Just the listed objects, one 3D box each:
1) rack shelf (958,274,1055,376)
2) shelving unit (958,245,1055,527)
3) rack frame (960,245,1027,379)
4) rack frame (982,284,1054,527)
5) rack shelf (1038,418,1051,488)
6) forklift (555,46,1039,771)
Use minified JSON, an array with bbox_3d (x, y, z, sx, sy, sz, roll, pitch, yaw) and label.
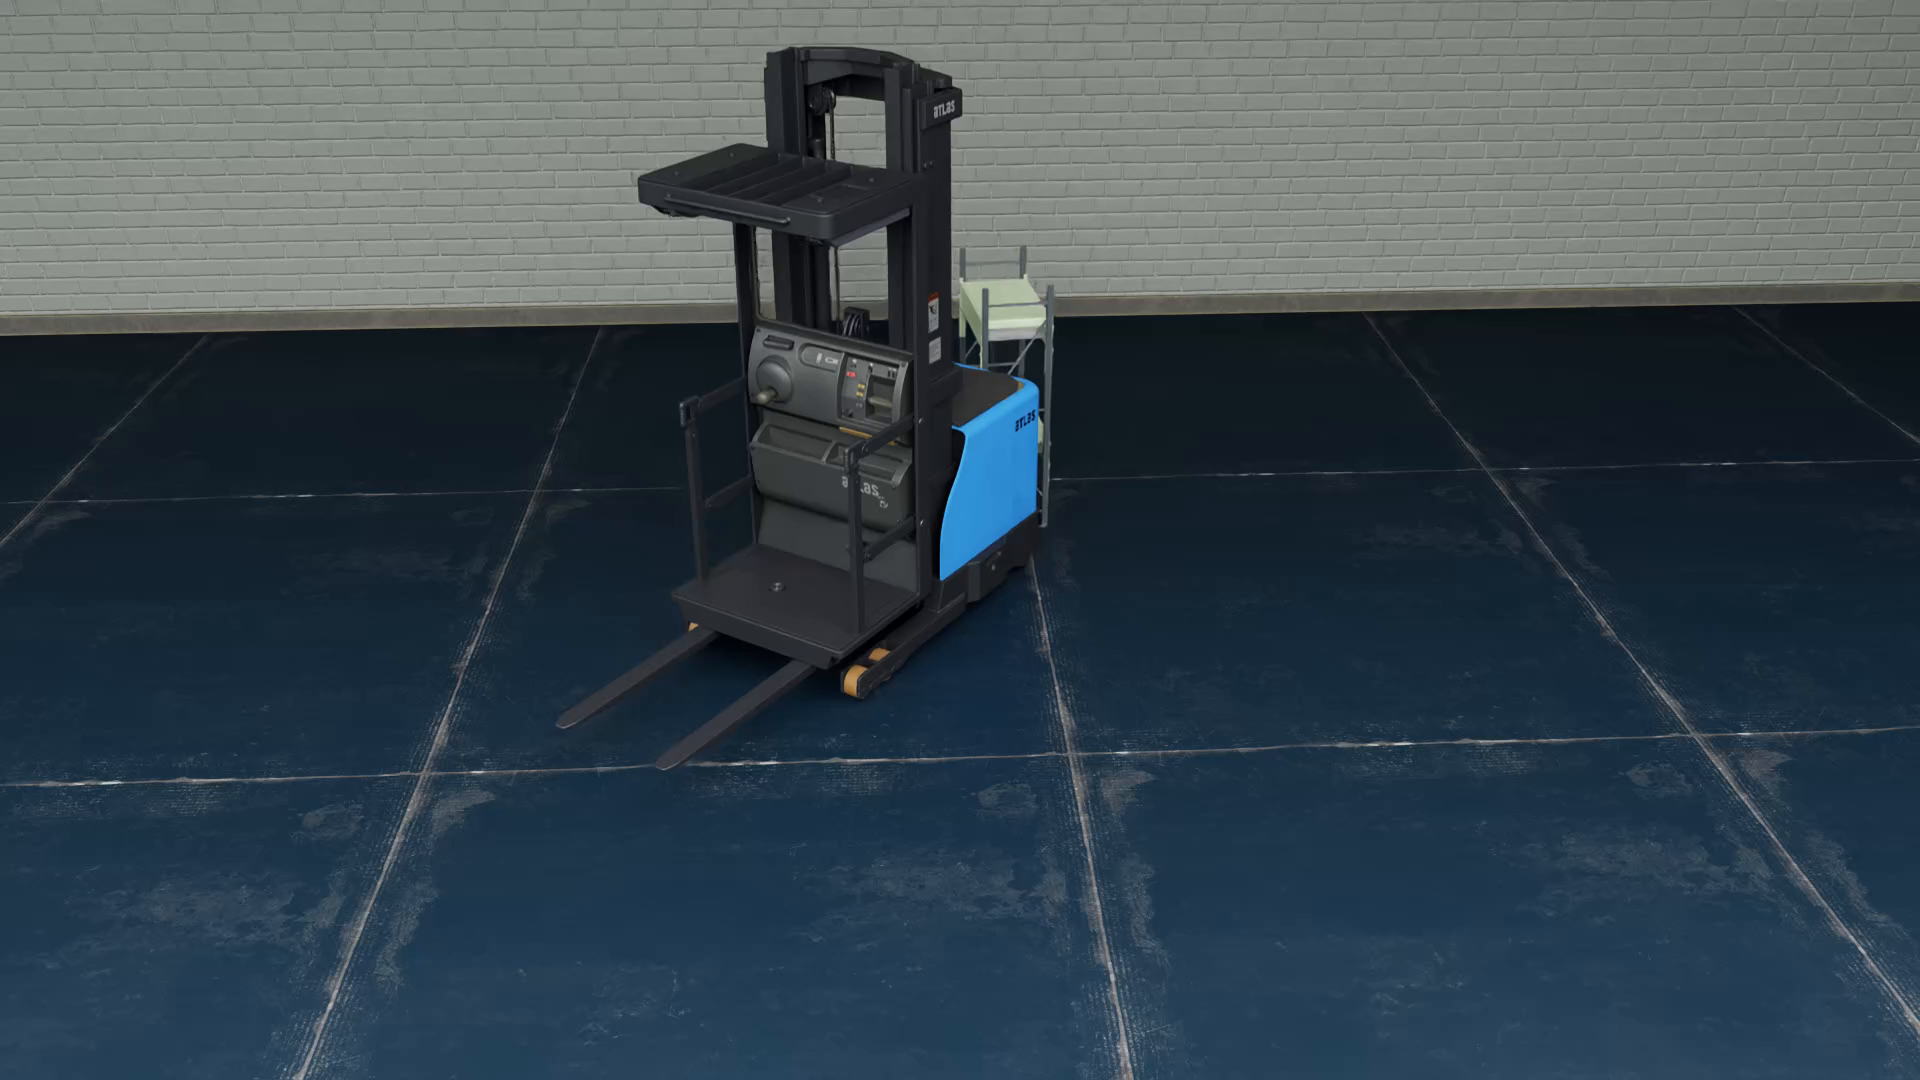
[{"bbox_3d":[0.259,-1.247,9.676,0.431,0.370,0.720,-5,28,-9],"label":"rack shelf"},{"bbox_3d":[0.259,-0.901,9.856,0.431,1.500,0.755,-5,28,-9],"label":"shelving unit"},{"bbox_3d":[0.196,-1.068,10.176,0.400,1.500,0.023,-5,28,-9],"label":"rack frame"},{"bbox_3d":[0.321,-0.735,9.536,0.400,1.500,0.023,-5,28,-9],"label":"rack frame"},{"bbox_3d":[0.259,-0.612,10.007,0.431,0.370,0.720,-5,28,-9],"label":"rack shelf"},{"bbox_3d":[-0.768,-0.760,8.037,1.130,2.935,3.031,16,32,28],"label":"forklift"}]
